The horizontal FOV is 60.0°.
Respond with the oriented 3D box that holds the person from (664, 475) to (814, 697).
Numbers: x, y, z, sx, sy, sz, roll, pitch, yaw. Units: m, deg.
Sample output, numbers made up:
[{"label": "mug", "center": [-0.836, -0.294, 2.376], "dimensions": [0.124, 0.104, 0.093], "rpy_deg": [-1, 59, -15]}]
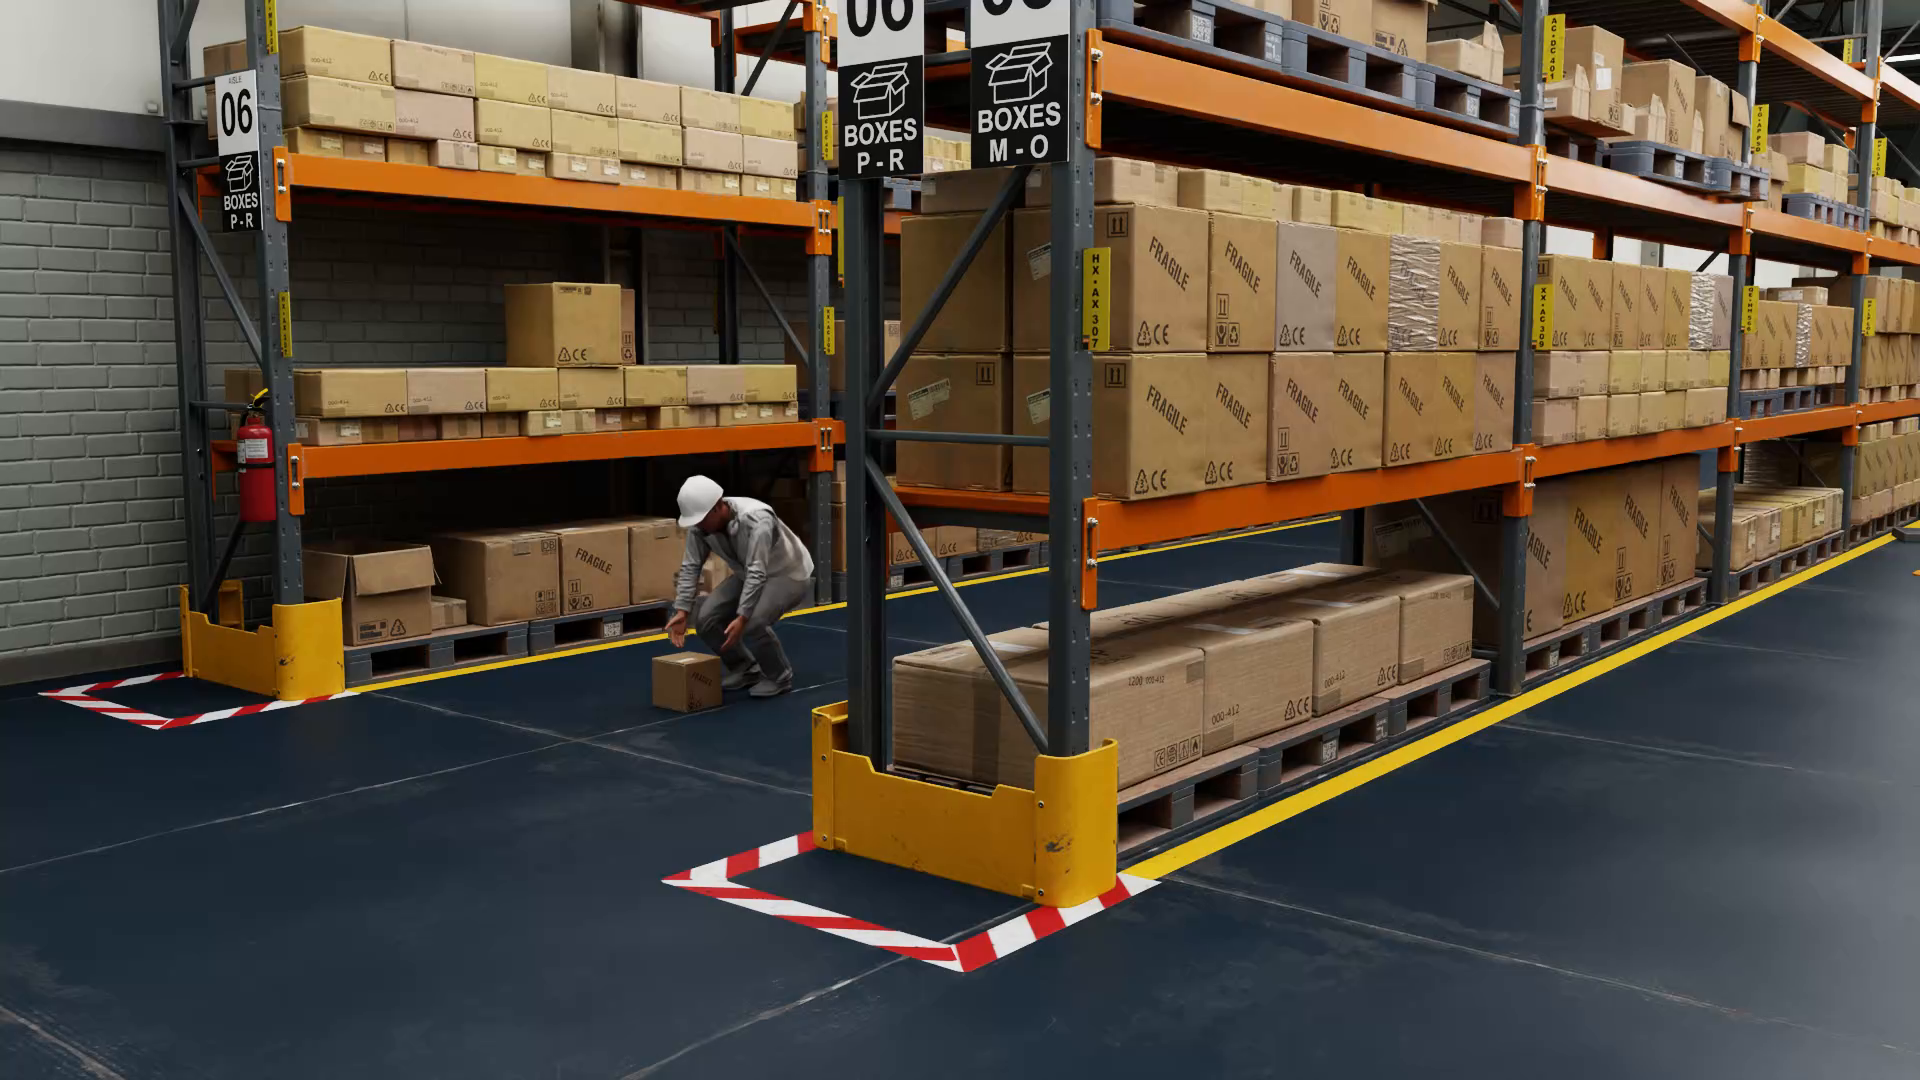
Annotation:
[{"label": "person", "center": [-1.135, 0.232, 8.689], "dimensions": [0.568, 1.182, 0.844], "rpy_deg": [5, 8, 38]}]
